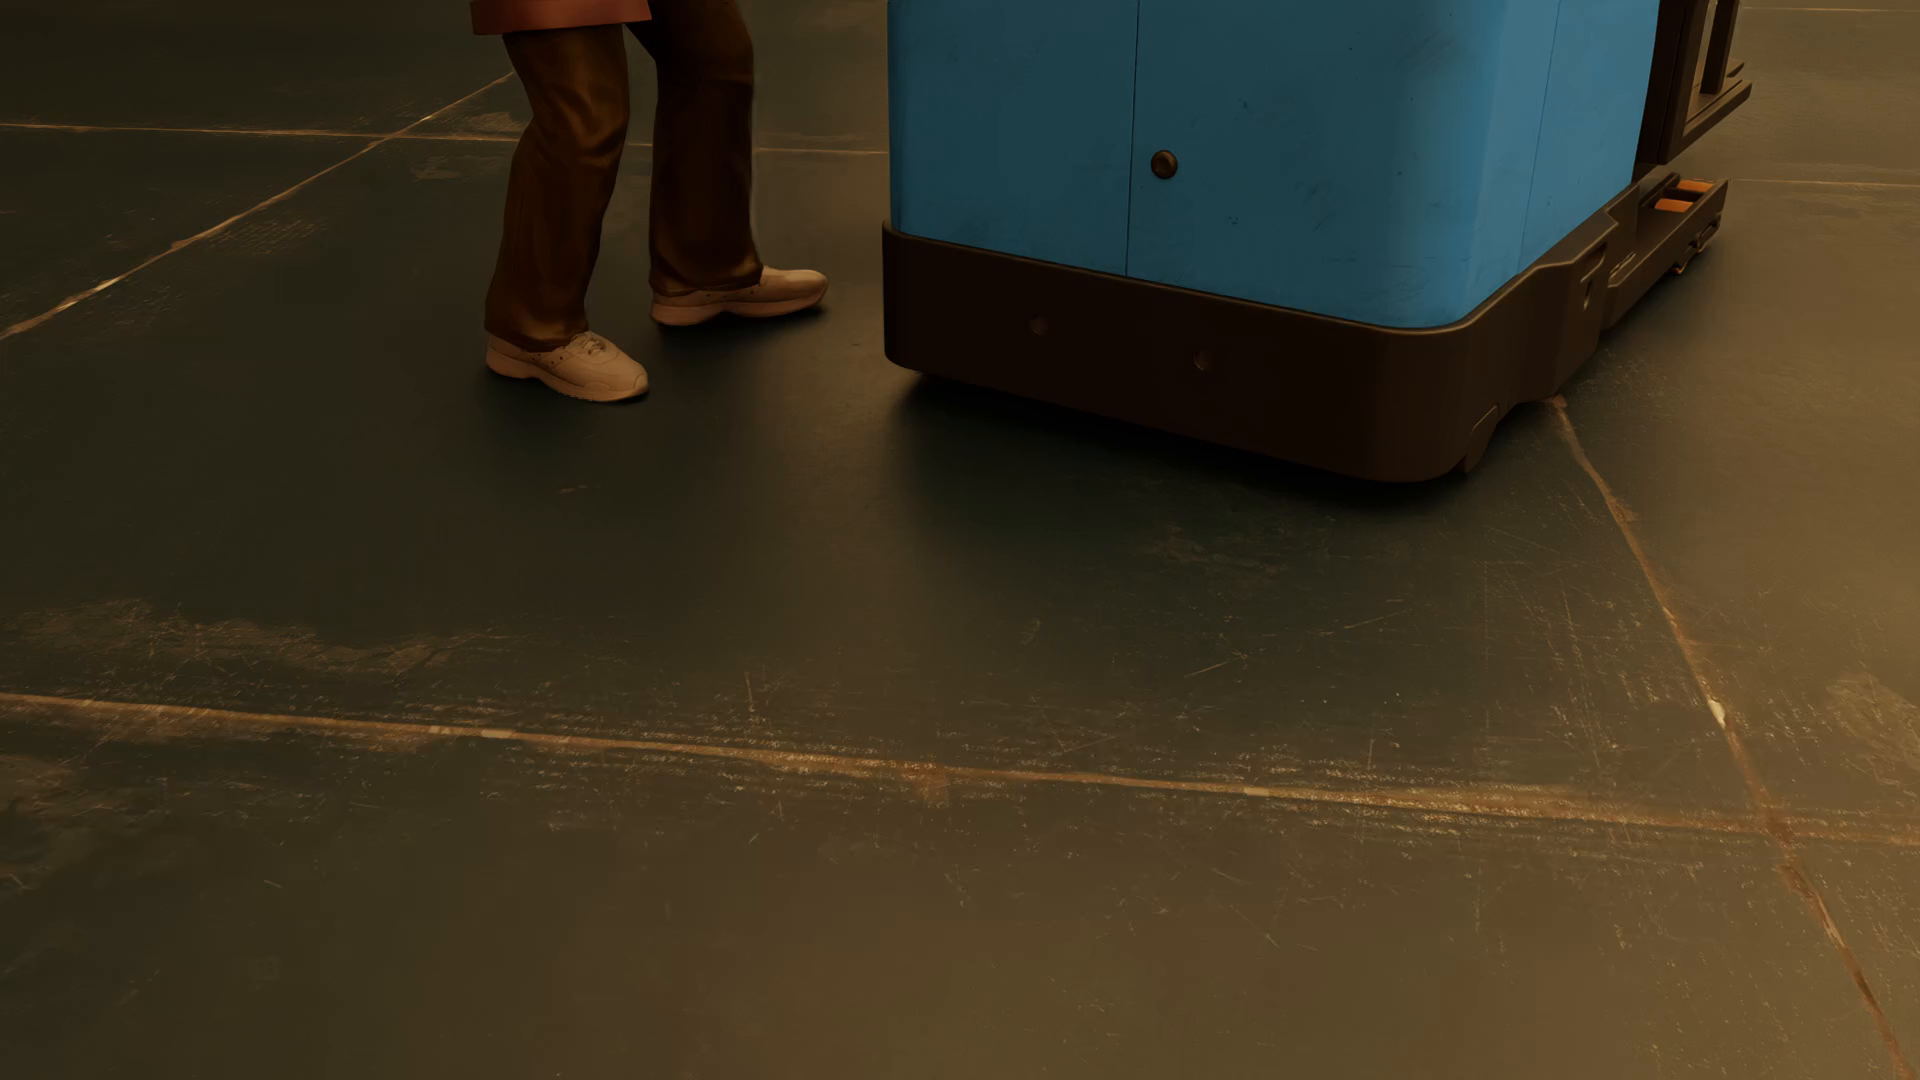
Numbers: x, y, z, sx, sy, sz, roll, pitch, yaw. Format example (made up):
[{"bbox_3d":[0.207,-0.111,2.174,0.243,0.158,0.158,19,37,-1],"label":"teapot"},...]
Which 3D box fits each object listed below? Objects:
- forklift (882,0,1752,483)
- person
[{"bbox_3d":[1.104,-2.005,3.236,1.130,2.935,3.031,17,31,30],"label":"forklift"},{"bbox_3d":[-0.638,-1.123,2.811,0.441,1.749,0.913,11,29,21],"label":"person"}]
